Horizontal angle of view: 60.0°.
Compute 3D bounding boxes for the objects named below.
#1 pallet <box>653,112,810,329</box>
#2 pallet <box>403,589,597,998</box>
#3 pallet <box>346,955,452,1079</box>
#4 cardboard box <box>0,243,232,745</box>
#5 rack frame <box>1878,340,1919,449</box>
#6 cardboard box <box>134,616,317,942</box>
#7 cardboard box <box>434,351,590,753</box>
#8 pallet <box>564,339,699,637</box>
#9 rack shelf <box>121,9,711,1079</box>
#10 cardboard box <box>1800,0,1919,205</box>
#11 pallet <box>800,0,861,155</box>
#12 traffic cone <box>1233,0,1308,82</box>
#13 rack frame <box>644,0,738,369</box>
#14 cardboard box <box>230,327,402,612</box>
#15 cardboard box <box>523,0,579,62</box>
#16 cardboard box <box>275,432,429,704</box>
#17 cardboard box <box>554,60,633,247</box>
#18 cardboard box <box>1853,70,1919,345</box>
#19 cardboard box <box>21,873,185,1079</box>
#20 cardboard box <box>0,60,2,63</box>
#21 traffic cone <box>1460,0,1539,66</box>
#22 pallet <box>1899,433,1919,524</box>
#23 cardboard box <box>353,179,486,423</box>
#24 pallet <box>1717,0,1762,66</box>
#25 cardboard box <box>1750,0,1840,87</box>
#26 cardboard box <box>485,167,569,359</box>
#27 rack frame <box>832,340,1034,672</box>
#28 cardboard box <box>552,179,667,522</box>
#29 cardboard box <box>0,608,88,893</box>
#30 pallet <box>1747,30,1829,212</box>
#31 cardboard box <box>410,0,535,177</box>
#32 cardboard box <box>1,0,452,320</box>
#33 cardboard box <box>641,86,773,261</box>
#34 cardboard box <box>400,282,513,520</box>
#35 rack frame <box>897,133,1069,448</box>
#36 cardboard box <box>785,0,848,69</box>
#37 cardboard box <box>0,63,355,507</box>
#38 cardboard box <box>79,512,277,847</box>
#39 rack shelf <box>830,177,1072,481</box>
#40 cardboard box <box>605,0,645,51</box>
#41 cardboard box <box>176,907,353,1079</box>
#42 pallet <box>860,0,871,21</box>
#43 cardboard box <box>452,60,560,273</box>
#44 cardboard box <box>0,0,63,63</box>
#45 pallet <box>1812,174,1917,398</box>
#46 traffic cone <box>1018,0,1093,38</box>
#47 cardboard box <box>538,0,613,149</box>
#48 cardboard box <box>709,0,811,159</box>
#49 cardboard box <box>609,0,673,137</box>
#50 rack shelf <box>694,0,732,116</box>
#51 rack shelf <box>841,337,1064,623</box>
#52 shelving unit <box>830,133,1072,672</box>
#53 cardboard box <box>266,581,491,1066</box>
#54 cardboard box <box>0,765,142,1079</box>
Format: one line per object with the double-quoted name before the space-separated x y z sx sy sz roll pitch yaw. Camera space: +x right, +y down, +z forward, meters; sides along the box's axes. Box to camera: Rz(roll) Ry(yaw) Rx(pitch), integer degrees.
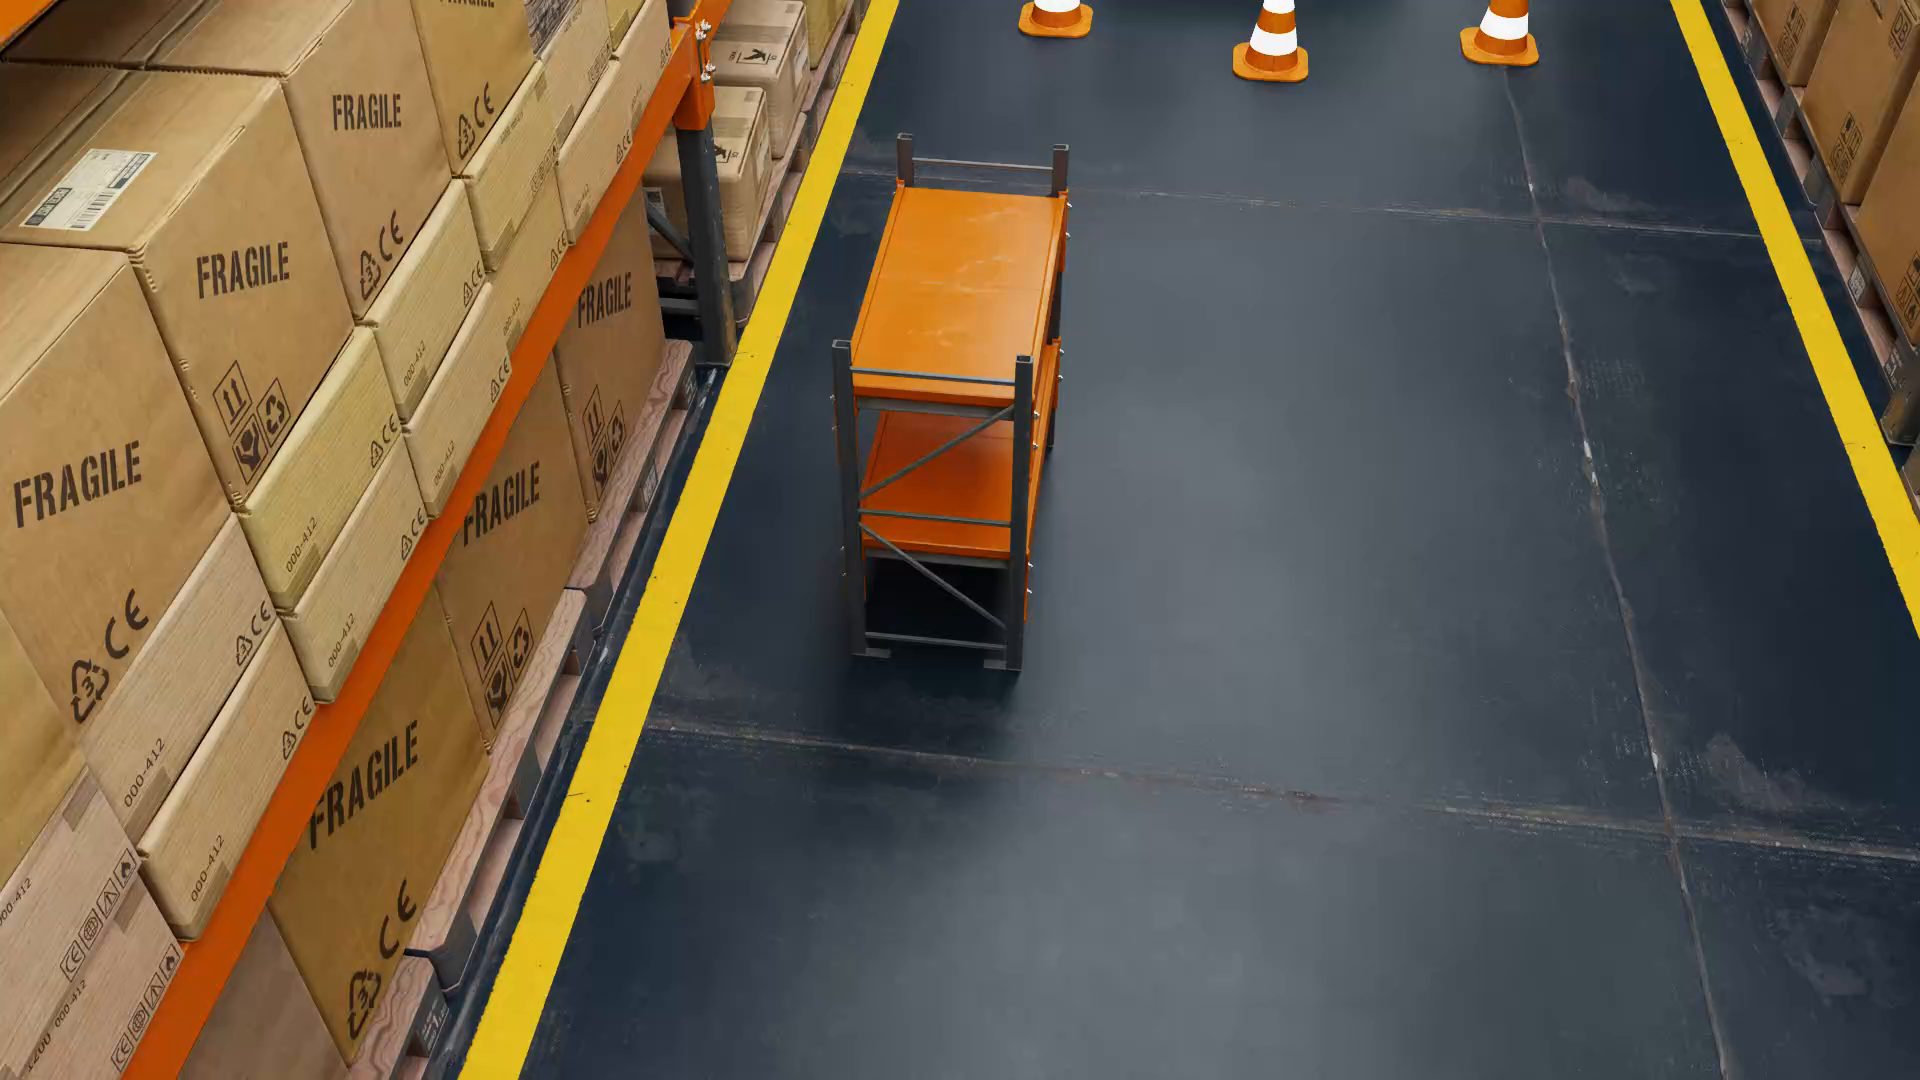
"pallet" -1.197 -1.301 6.471 1.003 0.211 1.213 5 44 6
"pallet" -1.644 0.591 4.473 1.003 0.211 1.213 5 44 6
"pallet" -1.803 1.425 3.592 1.003 0.211 1.213 5 44 6
"cardboard box" -1.447 -0.078 2.350 0.500 0.500 0.500 5 44 5
"rack frame" 3.618 -1.400 4.547 1.000 3.000 0.127 5 44 6
"cardboard box" -1.444 0.370 2.786 0.500 0.250 0.500 4 44 4
"cardboard box" -1.597 -0.092 4.405 0.875 0.875 0.875 6 44 6
"pallet" -1.480 -0.238 5.348 1.003 0.211 1.213 5 44 6
"rack shelf" -1.566 -0.157 3.758 1.077 0.370 4.000 5 44 6
"cardboard box" 3.900 -1.739 6.236 1.050 0.750 0.750 6 44 6
"pallet" -1.033 -2.130 7.346 1.003 0.211 1.213 5 44 6
"traffic cone" 1.404 -2.325 7.369 0.336 0.463 0.334 5 44 6
"rack frame" -1.302 -1.781 4.950 1.000 3.000 0.127 5 44 6
"cardboard box" -1.358 -0.156 2.979 0.500 0.250 0.500 6 44 6
"cardboard box" -1.170 -1.454 3.804 0.500 0.500 0.500 6 44 6
"cardboard box" -1.360 0.023 3.154 0.500 0.250 0.500 5 44 5
"cardboard box" -1.163 -1.009 4.243 0.500 0.250 0.500 6 44 6
"cardboard box" 3.788 -1.143 5.606 1.050 0.750 0.750 5 44 5
"cardboard box" -1.511 0.723 2.414 0.500 0.250 0.500 4 44 5
"cardboard box" -1.873 -0.479 2.774 0.500 0.500 0.500 6 44 7
"traffic cone" 2.473 -2.429 7.478 0.336 0.463 0.334 5 44 6
"pallet" 3.514 0.145 4.944 1.003 0.211 1.213 5 44 6
"cardboard box" -1.294 -0.501 3.343 0.500 0.250 0.500 4 44 4
"pallet" 4.120 -2.581 7.822 1.003 0.211 1.213 5 44 6
"cardboard box" 4.023 -2.374 6.906 1.050 0.750 0.750 5 44 6
"cardboard box" -1.246 -0.667 3.882 0.500 0.250 0.500 5 44 5
"rack frame" -0.068 -0.057 4.493 0.500 1.125 0.032 5 44 6
"cardboard box" -1.475 -0.699 5.047 0.875 0.875 0.875 5 44 5
"cardboard box" -1.487 0.272 1.982 0.500 0.500 0.500 6 44 6
"pallet" 3.961 -1.747 6.942 1.003 0.211 1.213 5 44 6
"cardboard box" -1.243 -1.116 3.447 0.500 0.500 0.500 5 44 6
"cardboard box" -1.317 -0.772 3.084 0.500 0.500 0.500 5 44 5
"cardboard box" -1.217 -1.364 6.115 0.950 0.372 0.625 3 43 3
"cardboard box" -1.285 -0.317 3.512 0.500 0.250 0.500 5 44 5
"rack frame" 0.066 -0.750 5.224 0.500 1.125 0.032 5 44 6
"cardboard box" -1.021 -2.384 7.192 0.950 0.372 0.625 7 44 7
"cardboard box" -1.379 -0.419 2.711 0.500 0.500 0.500 4 44 4
"cardboard box" -1.452 0.185 2.618 0.500 0.250 0.500 6 44 6
"rack shelf" -0.001 -0.616 4.657 0.538 0.278 1.000 5 44 6
"cardboard box" -1.114 -1.555 4.456 0.500 0.250 0.500 5 44 5
"cardboard box" -1.828 1.134 3.111 0.875 0.875 0.875 6 44 7
"pallet" -0.874 -2.964 8.227 1.003 0.211 1.213 5 44 6
"cardboard box" -1.225 -0.855 3.717 0.500 0.250 0.500 4 44 4
"cardboard box" -1.819 -0.833 3.148 0.500 0.500 0.500 6 44 6
"pallet" 3.797 -0.918 6.066 1.003 0.211 1.213 5 44 6
"traffic cone" 0.451 -2.614 7.674 0.336 0.463 0.334 5 44 6
"cardboard box" -1.178 -1.206 4.087 0.500 0.250 0.500 4 44 4
"cardboard box" -1.127 -1.867 6.646 0.950 0.372 0.625 4 44 5
"cardboard box" -1.111 -1.359 4.612 0.500 0.250 0.500 4 44 4
"rack shelf" -1.037 -2.883 6.637 1.077 0.370 4.000 5 44 6
"rack shelf" -0.001 -0.226 5.027 0.538 0.278 1.000 5 44 6
"shelving unit" -0.001 -0.404 4.858 0.538 1.125 1.048 5 44 6
"cardboard box" -1.716 0.518 3.762 0.875 0.875 0.875 6 44 7
"cardboard box" -1.493 0.543 2.240 0.500 0.250 0.500 4 44 4
